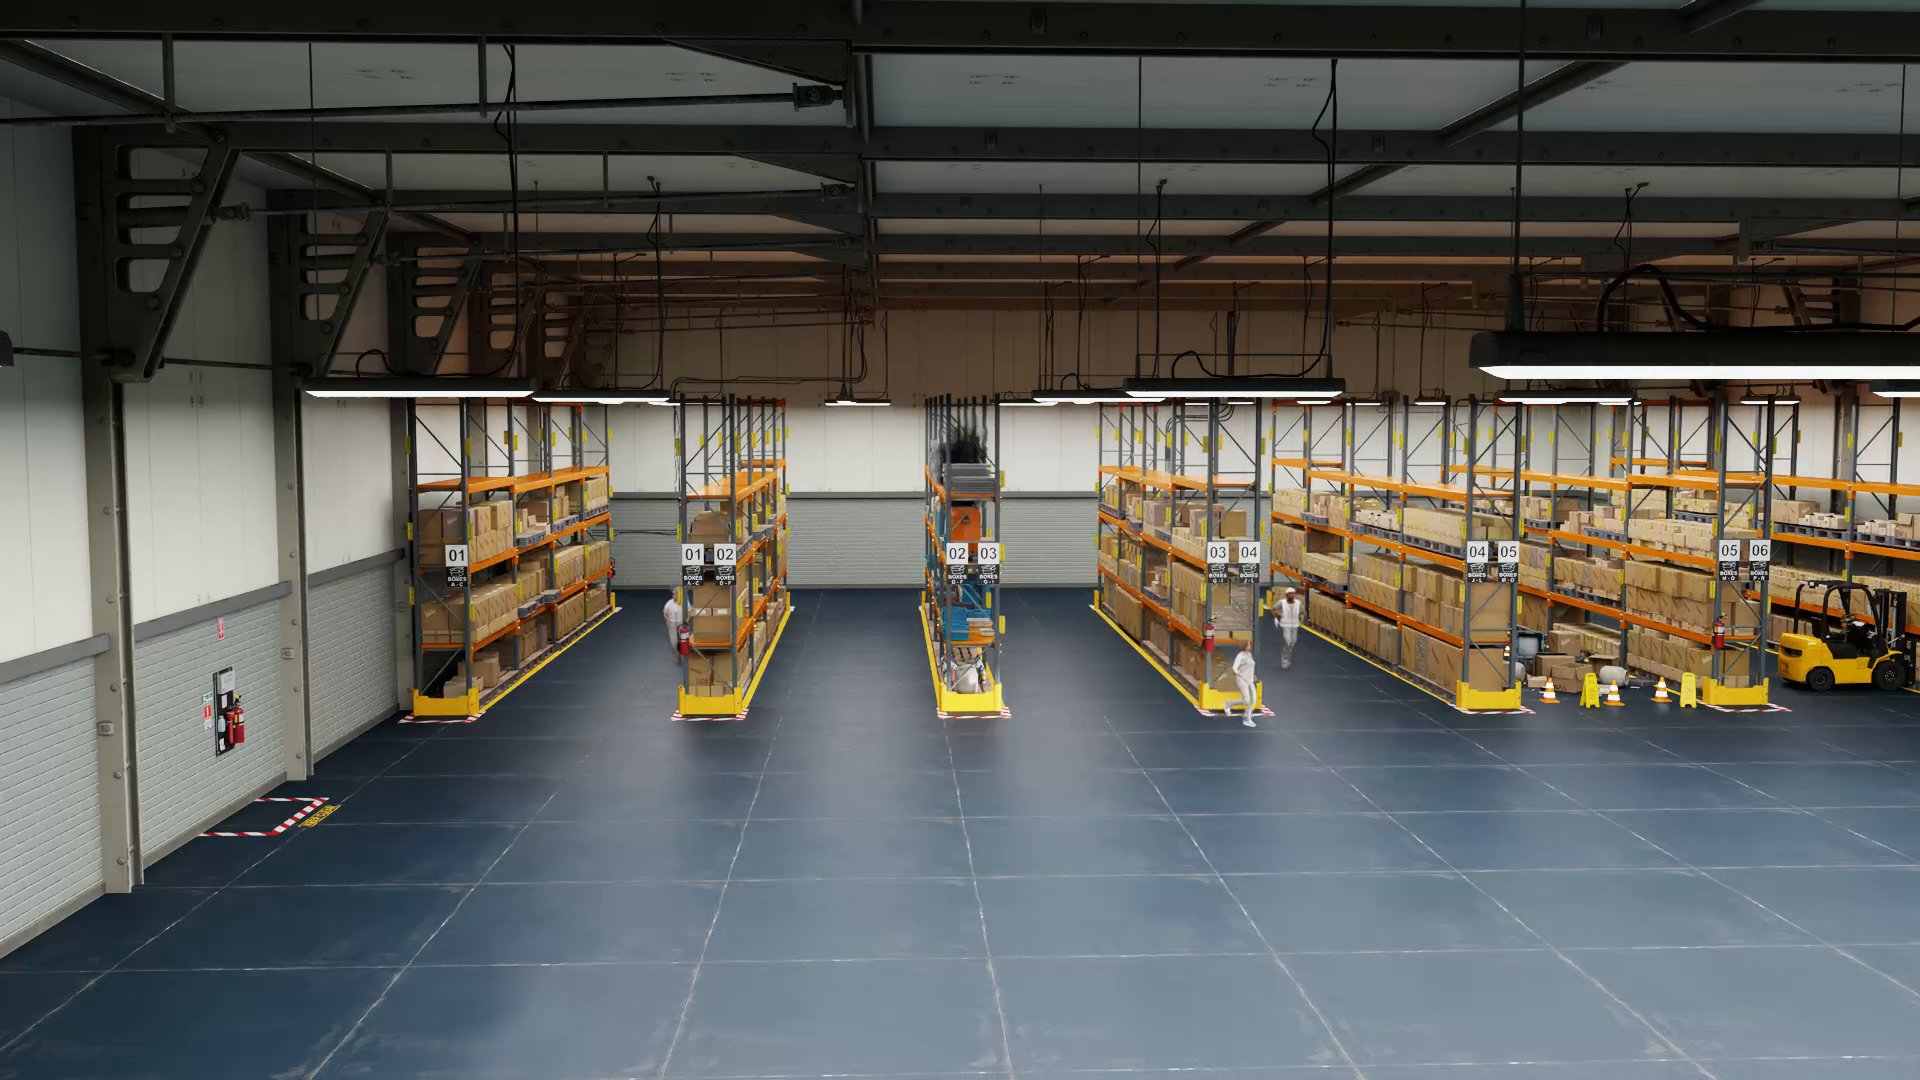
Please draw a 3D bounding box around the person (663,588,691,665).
[{"bbox_3d":[-6.310,1.919,37.133,0.640,1.736,0.596,0,5,-4],"label":"person"}]

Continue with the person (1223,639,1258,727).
[{"bbox_3d":[5.123,2.573,30.138,0.659,1.568,0.554,4,6,38],"label":"person"}]

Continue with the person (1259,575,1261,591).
[{"bbox_3d":[7.859,1.379,44.977,0.599,1.620,0.625,0,5,2],"label":"person"}]

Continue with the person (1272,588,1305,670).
[{"bbox_3d":[7.283,1.949,36.665,0.668,1.811,0.743,-1,5,-12],"label":"person"}]
